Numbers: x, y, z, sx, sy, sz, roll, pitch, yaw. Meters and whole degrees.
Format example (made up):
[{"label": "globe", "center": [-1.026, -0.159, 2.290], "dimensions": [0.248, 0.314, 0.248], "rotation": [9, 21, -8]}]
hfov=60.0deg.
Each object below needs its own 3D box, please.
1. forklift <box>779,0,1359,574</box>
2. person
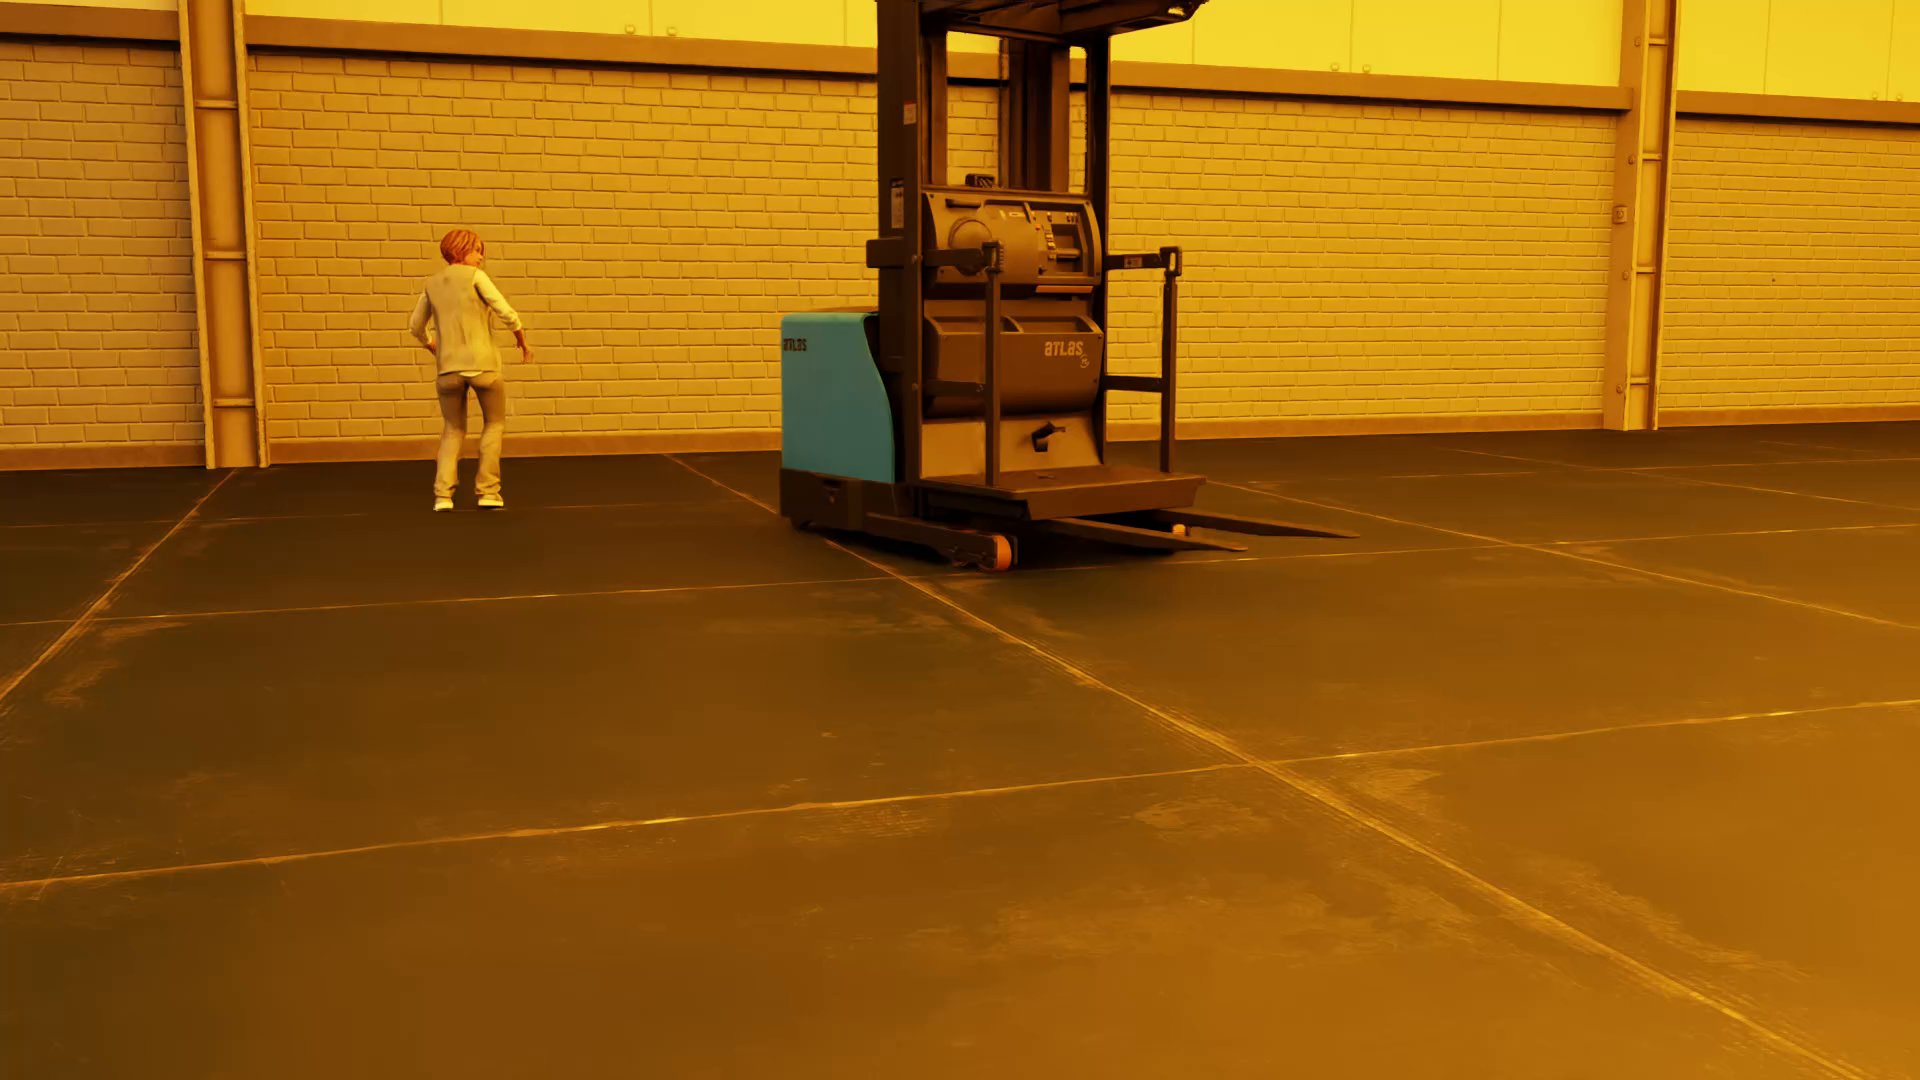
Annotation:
[{"label": "forklift", "center": [0.375, -1.387, 7.243], "dimensions": [1.130, 2.935, 3.031], "rotation": [-6, 10, -36]}, {"label": "person", "center": [-2.692, -0.915, 9.128], "dimensions": [0.657, 1.549, 0.570], "rotation": [1, 8, 5]}]
